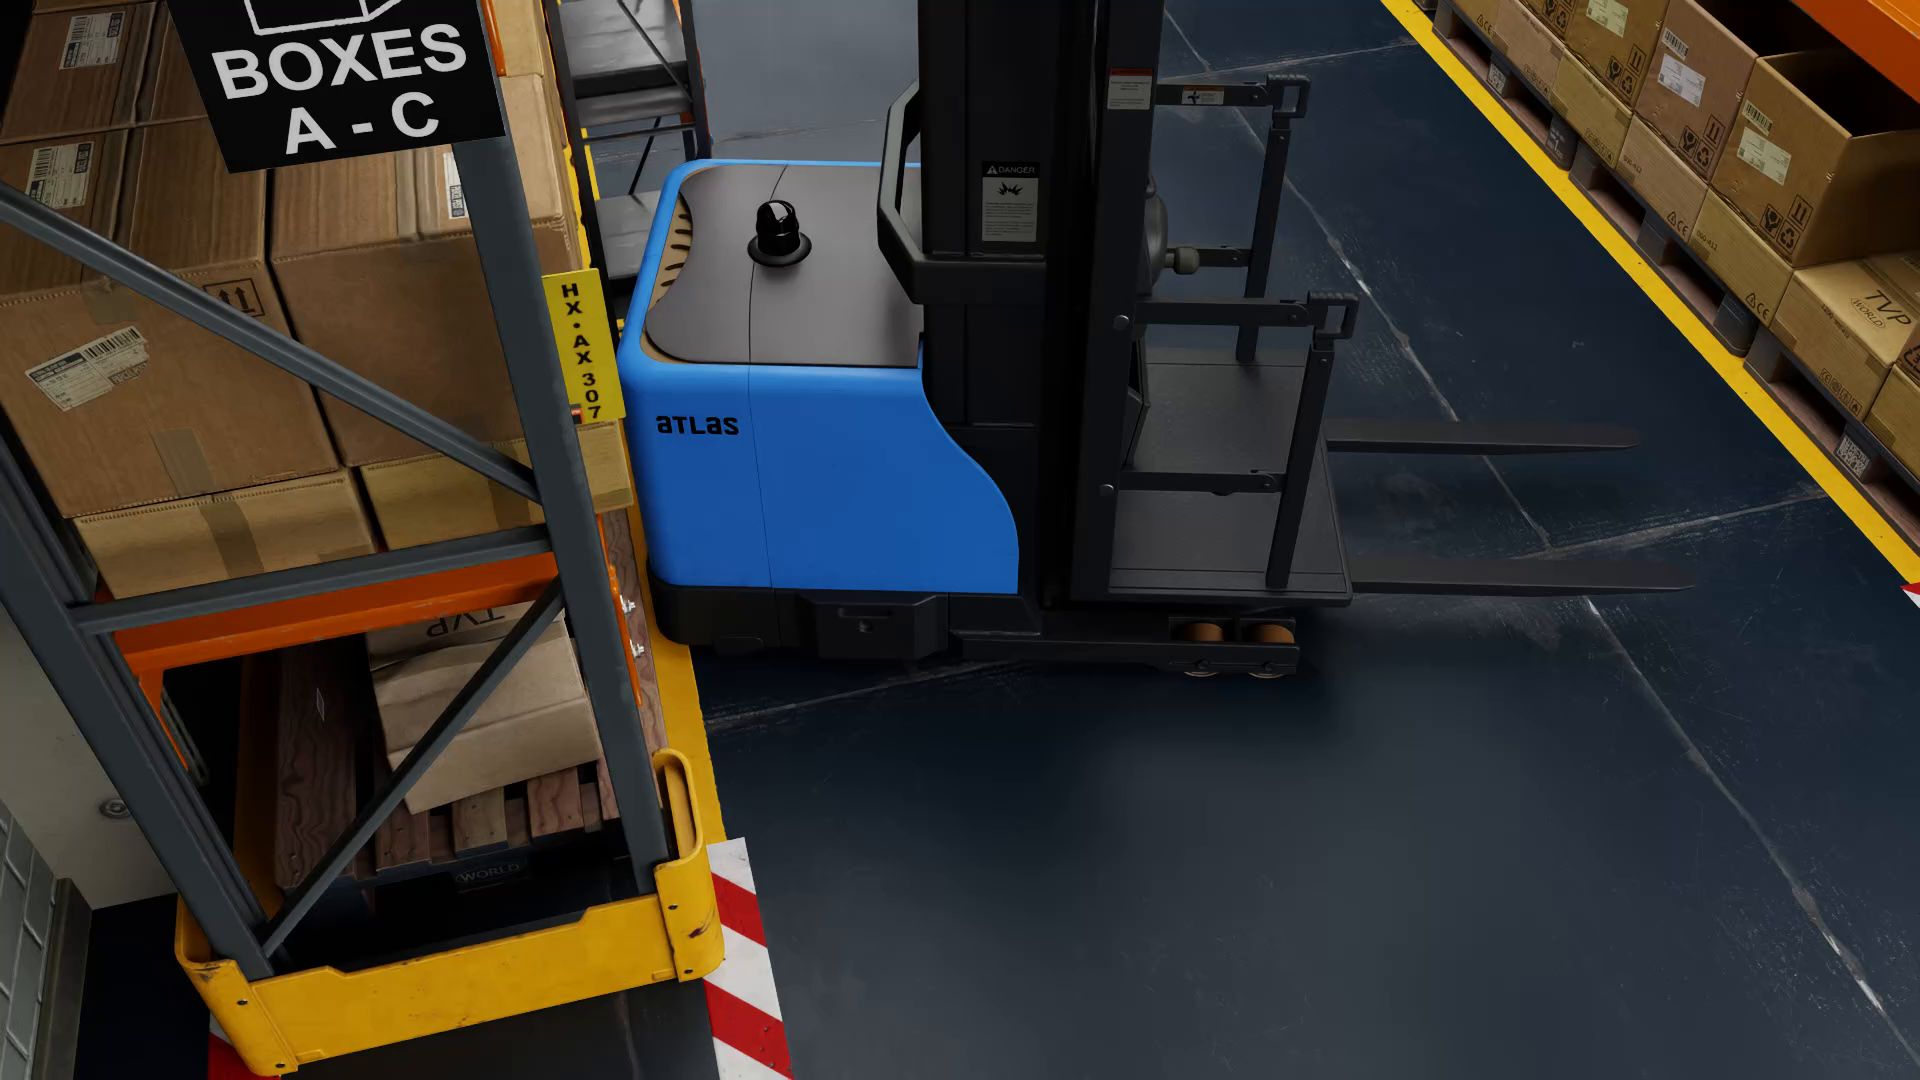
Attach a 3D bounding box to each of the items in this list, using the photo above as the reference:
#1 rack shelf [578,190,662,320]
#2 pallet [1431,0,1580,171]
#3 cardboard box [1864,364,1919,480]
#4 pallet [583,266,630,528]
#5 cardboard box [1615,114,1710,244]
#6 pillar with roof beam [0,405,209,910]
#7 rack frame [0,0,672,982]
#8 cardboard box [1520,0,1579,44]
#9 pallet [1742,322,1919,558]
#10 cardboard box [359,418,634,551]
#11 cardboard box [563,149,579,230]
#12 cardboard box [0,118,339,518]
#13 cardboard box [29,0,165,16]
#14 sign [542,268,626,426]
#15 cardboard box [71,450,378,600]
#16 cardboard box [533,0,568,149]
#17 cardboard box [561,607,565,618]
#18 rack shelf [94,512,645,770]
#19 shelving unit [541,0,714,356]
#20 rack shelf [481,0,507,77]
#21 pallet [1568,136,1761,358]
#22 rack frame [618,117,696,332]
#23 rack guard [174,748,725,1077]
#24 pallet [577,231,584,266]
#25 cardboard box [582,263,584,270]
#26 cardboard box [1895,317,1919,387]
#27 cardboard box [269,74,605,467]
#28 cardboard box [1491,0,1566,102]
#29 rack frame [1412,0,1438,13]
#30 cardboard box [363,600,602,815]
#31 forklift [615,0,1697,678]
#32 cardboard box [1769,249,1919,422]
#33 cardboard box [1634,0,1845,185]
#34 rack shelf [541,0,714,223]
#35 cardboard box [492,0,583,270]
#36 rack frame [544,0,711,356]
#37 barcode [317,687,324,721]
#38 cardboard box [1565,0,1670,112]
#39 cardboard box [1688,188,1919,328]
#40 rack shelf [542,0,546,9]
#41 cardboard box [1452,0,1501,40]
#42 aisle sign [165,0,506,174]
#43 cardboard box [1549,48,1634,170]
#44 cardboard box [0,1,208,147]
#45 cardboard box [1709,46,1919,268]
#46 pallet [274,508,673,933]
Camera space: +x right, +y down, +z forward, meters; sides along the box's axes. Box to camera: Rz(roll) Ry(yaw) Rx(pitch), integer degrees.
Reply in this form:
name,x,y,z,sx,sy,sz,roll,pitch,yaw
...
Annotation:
name,x,y,z,sx,sy,sz,roll,pitch,yaw
rack shelf,-1.014,-0.858,5.612,0.431,0.518,0.480,-11,45,-11
pallet,2.754,-2.062,7.123,1.003,0.211,1.213,-11,47,-10
cardboard box,3.192,-0.334,5.109,0.500,0.250,0.500,-11,47,-10
pallet,-1.675,-0.410,5.504,1.003,0.211,1.213,-11,47,-10
cardboard box,2.796,-1.368,6.121,0.500,0.250,0.500,-11,47,-10
pillar with roof beam,1.973,-3.137,2.024,9.100,9.000,0.400,-11,47,-10
rack frame,-1.173,0.075,3.076,1.000,3.000,0.127,-11,47,-10
cardboard box,2.543,-2.321,6.531,0.500,0.500,0.500,-11,47,-10
pallet,3.379,-0.378,5.472,1.003,0.211,1.213,-11,47,-10
cardboard box,-0.991,-0.275,3.510,0.500,0.250,0.500,-12,47,-11
cardboard box,-1.262,-0.983,4.205,0.500,0.250,0.500,-11,47,-11
cardboard box,-1.499,-0.429,3.136,0.500,0.500,0.500,-11,47,-11
cardboard box,-1.755,-1.134,3.827,0.500,0.500,0.500,-12,47,-11
sign,-0.648,-0.328,2.865,0.100,0.325,0.005,-11,47,-10
cardboard box,-1.480,-0.167,3.404,0.500,0.250,0.500,-10,46,-10
cardboard box,-1.247,-1.228,3.919,0.500,0.500,0.500,-12,47,-12
cardboard box,-1.409,-0.026,4.750,0.500,0.311,0.500,-7,46,-7
rack shelf,-1.685,-1.054,4.687,1.077,0.370,4.000,-11,47,-10
shelving unit,-1.017,-1.367,5.112,0.431,2.100,0.503,-11,45,-11
rack shelf,-1.685,-2.104,3.615,1.077,0.370,4.000,-11,47,-10
pallet,3.070,-1.219,6.296,1.003,0.211,1.213,-11,47,-10
rack frame,-1.083,-1.531,5.280,0.400,2.100,0.015,-11,45,-11
rack guard,-1.192,0.897,4.021,1.175,0.500,0.348,-11,47,-10
pallet,-1.991,-1.254,6.331,1.003,0.211,1.213,-11,47,-10
cardboard box,-1.137,-0.631,3.859,0.500,0.250,0.500,-12,47,-12
cardboard box,3.190,-0.596,4.840,0.500,0.500,0.500,-11,47,-10
cardboard box,-1.004,-0.527,3.232,0.500,0.500,0.500,-11,47,-10
cardboard box,2.540,-2.058,6.798,0.500,0.250,0.500,-11,47,-10
rack frame,2.591,-3.595,6.673,1.000,3.000,0.127,-11,47,-10
cardboard box,-1.263,0.368,4.364,0.500,0.311,0.500,-16,48,-15
forklift,0.630,-1.011,4.189,3.031,2.935,1.130,1,46,1
cardboard box,3.052,-0.677,5.445,0.500,0.250,0.500,-11,47,-10
cardboard box,2.793,-1.630,5.853,0.500,0.500,0.500,-11,47,-10
rack shelf,-1.017,-1.357,5.122,0.431,0.518,0.480,-11,45,-11
cardboard box,-1.121,-0.870,3.568,0.500,0.500,0.500,-11,47,-10
rack frame,-0.952,-1.203,4.944,0.400,2.100,0.015,-11,45,-11
barcode,-1.654,0.425,4.301,0.001,0.075,0.075,-11,47,-10
cardboard box,2.663,-1.974,6.191,0.500,0.500,0.500,-11,47,-10
cardboard box,2.923,-1.022,5.783,0.500,0.250,0.500,-11,47,-10
rack shelf,-1.021,-1.857,4.632,0.431,0.518,0.480,-11,45,-11
cardboard box,2.417,-2.404,7.137,0.500,0.250,0.500,-11,47,-10
aisle sign,-0.864,-0.840,2.153,0.394,0.787,0.004,-11,47,-10
cardboard box,2.663,-1.712,6.459,0.500,0.250,0.500,-11,47,-10
cardboard box,-1.618,-0.778,3.478,0.500,0.500,0.500,-10,46,-10
cardboard box,2.920,-1.284,5.514,0.500,0.500,0.500,-11,47,-10
pallet,-1.366,0.431,4.680,1.003,0.211,1.213,-11,47,-10
